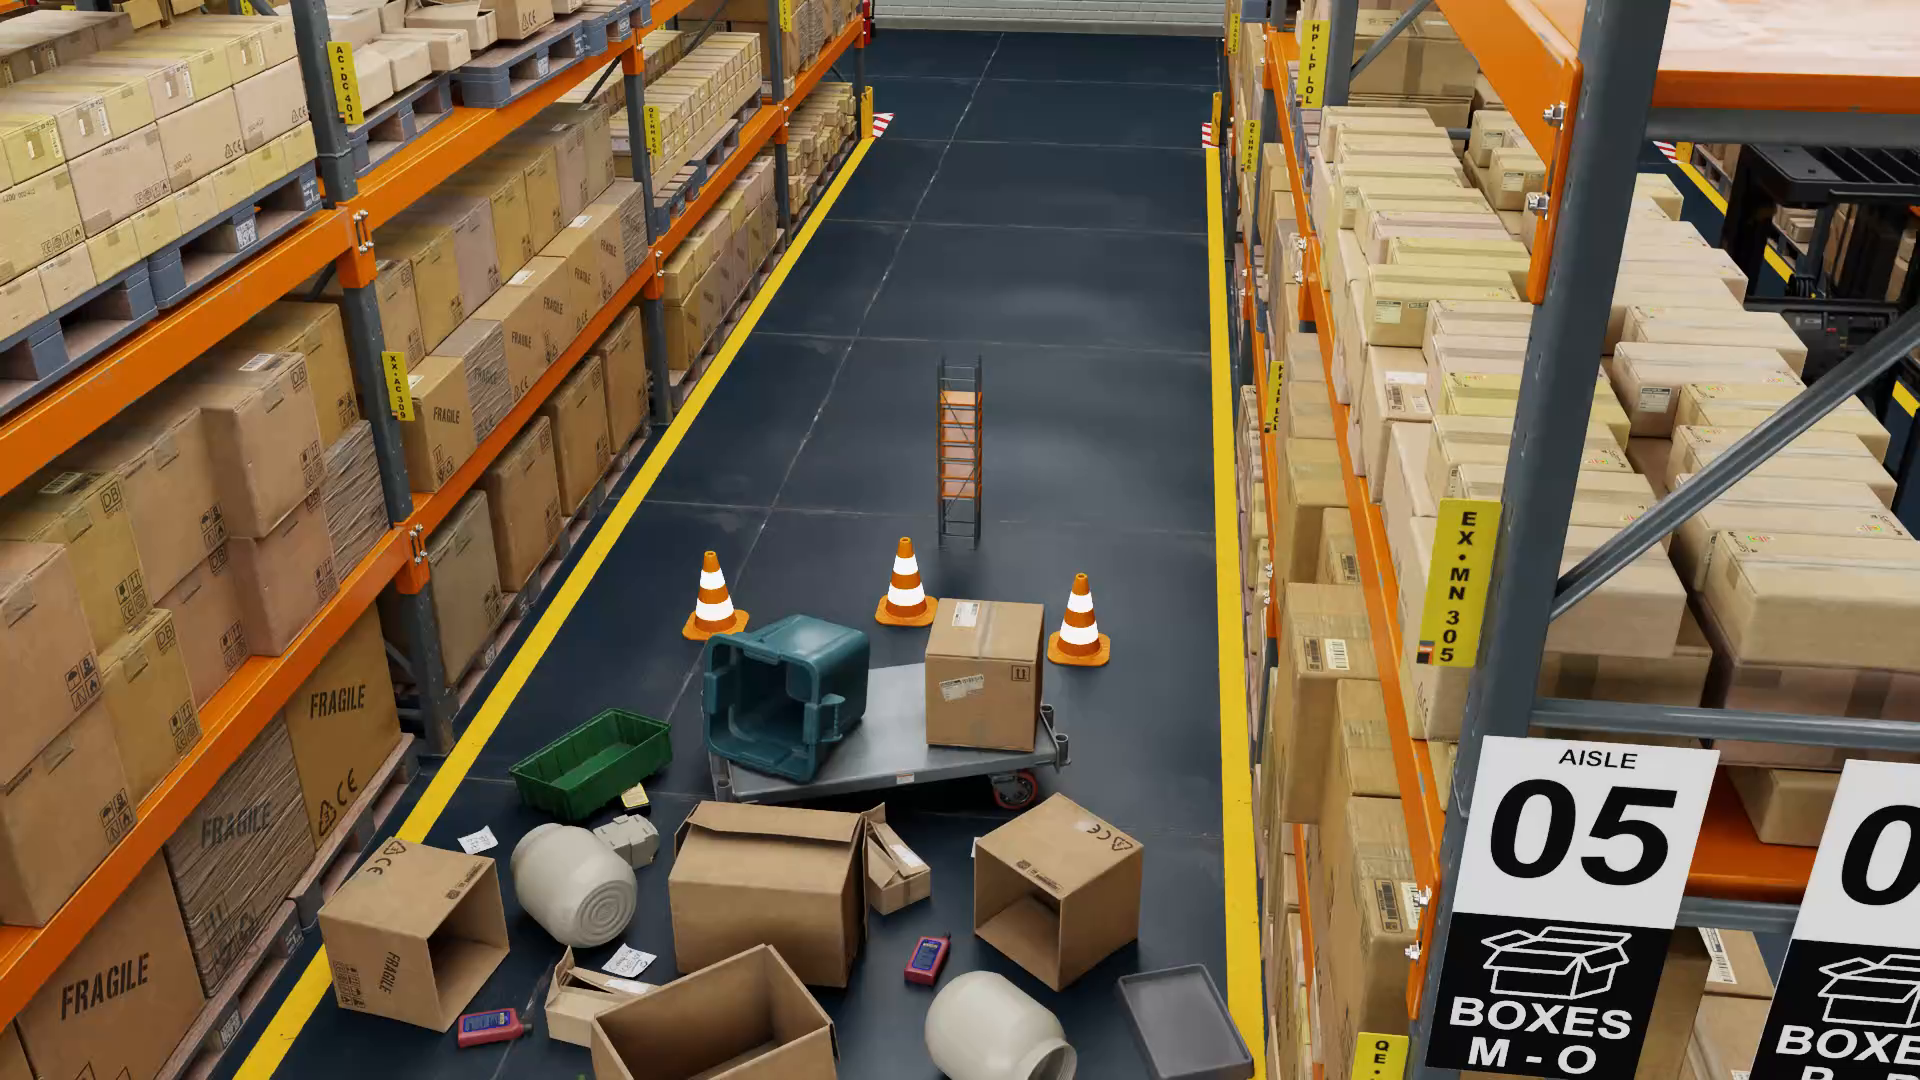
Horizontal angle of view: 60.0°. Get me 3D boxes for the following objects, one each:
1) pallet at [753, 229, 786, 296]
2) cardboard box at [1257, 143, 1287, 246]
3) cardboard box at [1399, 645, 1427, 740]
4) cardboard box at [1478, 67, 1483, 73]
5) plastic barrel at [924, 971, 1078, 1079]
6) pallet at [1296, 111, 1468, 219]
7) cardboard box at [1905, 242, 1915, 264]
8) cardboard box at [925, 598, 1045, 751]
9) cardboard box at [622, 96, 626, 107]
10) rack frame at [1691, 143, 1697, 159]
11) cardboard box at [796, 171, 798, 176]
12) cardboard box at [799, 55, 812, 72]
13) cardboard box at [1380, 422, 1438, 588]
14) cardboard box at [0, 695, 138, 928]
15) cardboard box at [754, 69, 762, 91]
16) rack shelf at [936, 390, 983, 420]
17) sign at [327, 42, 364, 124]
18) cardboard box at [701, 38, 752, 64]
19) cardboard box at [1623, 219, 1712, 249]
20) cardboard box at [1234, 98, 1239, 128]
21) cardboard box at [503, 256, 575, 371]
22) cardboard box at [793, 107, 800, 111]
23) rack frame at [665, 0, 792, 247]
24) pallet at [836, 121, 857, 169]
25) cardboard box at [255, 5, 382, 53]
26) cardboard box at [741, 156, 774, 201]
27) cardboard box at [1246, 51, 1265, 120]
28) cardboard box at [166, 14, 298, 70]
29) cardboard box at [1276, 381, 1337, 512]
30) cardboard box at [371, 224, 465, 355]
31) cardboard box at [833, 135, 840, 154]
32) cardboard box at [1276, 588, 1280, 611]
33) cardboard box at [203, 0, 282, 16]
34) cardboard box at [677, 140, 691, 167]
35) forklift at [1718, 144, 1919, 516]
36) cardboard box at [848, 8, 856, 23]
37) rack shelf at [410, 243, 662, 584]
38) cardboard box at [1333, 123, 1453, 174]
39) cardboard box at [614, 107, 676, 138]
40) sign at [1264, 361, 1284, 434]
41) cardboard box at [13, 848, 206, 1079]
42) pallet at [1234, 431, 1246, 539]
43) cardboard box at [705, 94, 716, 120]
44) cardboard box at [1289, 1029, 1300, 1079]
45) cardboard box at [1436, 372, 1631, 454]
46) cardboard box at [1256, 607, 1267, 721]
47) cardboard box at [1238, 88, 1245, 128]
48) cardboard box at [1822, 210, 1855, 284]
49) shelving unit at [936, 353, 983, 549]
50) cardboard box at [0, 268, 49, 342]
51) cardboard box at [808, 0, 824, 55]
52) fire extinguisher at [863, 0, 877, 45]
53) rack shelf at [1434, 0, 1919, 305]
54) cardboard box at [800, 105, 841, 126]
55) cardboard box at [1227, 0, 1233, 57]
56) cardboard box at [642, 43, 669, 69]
[{"bbox_3d":[-2.148,-2.466,14.604,1.003,0.211,1.213,3,28,6],"label":"pallet"},{"bbox_3d":[2.096,-2.098,10.120,0.500,0.500,0.500,3,28,5],"label":"cardboard box"},{"bbox_3d":[1.165,0.316,3.604,0.380,0.149,0.250,4,29,7],"label":"cardboard box"},{"bbox_3d":[2.411,-2.200,7.197,0.500,0.250,0.500,3,28,5],"label":"cardboard box"},{"bbox_3d":[0.151,1.903,6.272,0.421,0.421,0.512,-24,36,-37],"label":"plastic barrel"},{"bbox_3d":[2.072,-1.576,7.049,1.213,0.211,1.003,3,28,6],"label":"pallet"},{"bbox_3d":[7.392,-2.131,12.552,0.380,0.149,0.250,4,29,8],"label":"cardboard box"},{"bbox_3d":[0.121,0.624,7.767,0.500,0.500,0.500,3,28,6],"label":"cardboard box"},{"bbox_3d":[-2.748,-3.370,12.851,0.380,0.149,0.250,3,28,5],"label":"cardboard box"},{"bbox_3d":[8.288,-5.416,17.140,1.000,3.000,0.127,3,28,6],"label":"rack frame"},{"bbox_3d":[-1.756,-3.514,15.859,0.380,0.149,0.250,3,28,6],"label":"cardboard box"},{"bbox_3d":[-1.621,-4.561,15.817,0.380,0.149,0.250,4,29,7],"label":"cardboard box"},{"bbox_3d":[1.272,-0.049,3.860,0.500,0.250,0.500,3,28,6],"label":"cardboard box"},{"bbox_3d":[-3.285,0.829,5.391,0.875,0.550,0.550,3,28,6],"label":"cardboard box"},{"bbox_3d":[-1.906,-3.936,14.215,0.380,0.149,0.250,3,28,5],"label":"cardboard box"},{"bbox_3d":[-0.002,-0.799,9.803,0.258,0.103,0.180,3,28,6],"label":"rack shelf"},{"bbox_3d":[-2.483,-1.846,6.722,0.100,0.325,0.005,3,28,6],"label":"sign"},{"bbox_3d":[-1.942,-4.069,13.835,0.380,0.149,0.250,3,28,5],"label":"cardboard box"},{"bbox_3d":[1.976,-0.838,4.905,0.380,0.149,0.250,4,29,7],"label":"cardboard box"},{"bbox_3d":[2.555,-3.562,13.857,0.500,0.250,0.500,3,28,5],"label":"cardboard box"},{"bbox_3d":[-2.515,-1.282,9.361,0.500,0.500,0.500,4,29,7],"label":"cardboard box"},{"bbox_3d":[-1.915,-4.526,17.737,0.380,0.149,0.250,4,29,7],"label":"cardboard box"},{"bbox_3d":[-2.054,-4.060,14.623,1.000,3.000,0.127,3,28,6],"label":"rack frame"},{"bbox_3d":[-1.708,-4.299,18.007,1.003,0.211,1.213,3,28,6],"label":"pallet"},{"bbox_3d":[-3.101,-2.372,7.937,0.500,0.250,0.500,3,28,6],"label":"cardboard box"},{"bbox_3d":[-1.894,-3.109,14.261,0.500,0.250,0.500,3,28,5],"label":"cardboard box"},{"bbox_3d":[2.307,-3.155,11.784,0.500,0.500,0.500,3,28,6],"label":"cardboard box"},{"bbox_3d":[-2.763,-1.893,6.315,0.380,0.149,0.250,3,28,6],"label":"cardboard box"},{"bbox_3d":[1.537,-0.236,6.051,0.700,0.500,0.500,4,29,6],"label":"cardboard box"},{"bbox_3d":[-2.918,-1.255,8.257,0.700,0.500,0.500,3,28,5],"label":"cardboard box"},{"bbox_3d":[-1.457,-4.126,17.308,0.380,0.149,0.250,2,28,4],"label":"cardboard box"},{"bbox_3d":[1.534,0.186,7.007,0.380,0.149,0.250,3,28,6],"label":"cardboard box"},{"bbox_3d":[-6.652,-5.001,15.425,0.500,0.500,0.500,3,28,6],"label":"cardboard box"},{"bbox_3d":[-2.192,-2.831,12.164,0.380,0.149,0.250,5,29,9],"label":"cardboard box"},{"bbox_3d":[4.757,-1.088,9.178,1.130,2.935,3.031,3,28,5],"label":"forklift"},{"bbox_3d":[-1.323,-5.662,17.862,0.380,0.149,0.250,3,28,6],"label":"cardboard box"},{"bbox_3d":[-2.789,-0.919,9.551,1.077,0.370,4.000,3,28,6],"label":"rack shelf"},{"bbox_3d":[1.525,-1.362,5.876,0.380,0.149,0.250,4,29,8],"label":"cardboard box"},{"bbox_3d":[-2.231,-2.961,11.779,0.380,0.149,0.250,3,28,6],"label":"cardboard box"},{"bbox_3d":[1.340,-0.594,6.970,0.100,0.325,0.005,3,28,6],"label":"sign"},{"bbox_3d":[-3.401,1.602,5.911,0.875,0.875,0.875,3,28,5],"label":"cardboard box"},{"bbox_3d":[2.284,-0.342,10.661,1.003,0.211,1.213,3,28,6],"label":"pallet"},{"bbox_3d":[-2.100,-3.332,12.780,0.380,0.149,0.250,4,29,8],"label":"cardboard box"},{"bbox_3d":[1.301,1.886,5.252,0.500,0.500,0.500,4,29,8],"label":"cardboard box"},{"bbox_3d":[1.314,-0.265,3.841,0.380,0.149,0.250,4,29,7],"label":"cardboard box"},{"bbox_3d":[1.953,0.671,8.170,0.950,0.372,0.625,4,29,7],"label":"cardboard box"},{"bbox_3d":[2.413,-3.300,12.844,0.500,0.250,0.500,4,29,7],"label":"cardboard box"},{"bbox_3d":[7.515,-2.403,13.740,0.500,0.500,0.500,5,29,8],"label":"cardboard box"},{"bbox_3d":[-0.002,-0.521,9.953,0.258,1.200,0.189,3,28,6],"label":"shelving unit"},{"bbox_3d":[-2.979,-0.707,4.953,0.380,0.149,0.250,4,29,7],"label":"cardboard box"},{"bbox_3d":[-1.592,-4.922,15.804,0.500,0.500,0.500,3,28,5],"label":"cardboard box"},{"bbox_3d":[-1.075,-5.836,18.395,0.296,0.674,0.183,3,28,6],"label":"fire extinguisher"},{"bbox_3d":[1.646,-1.436,4.189,1.077,0.370,4.000,3,28,6],"label":"rack shelf"},{"bbox_3d":[-1.443,-4.378,17.150,0.380,0.149,0.250,4,29,8],"label":"cardboard box"},{"bbox_3d":[2.903,-5.059,16.373,0.500,0.500,0.500,3,28,6],"label":"cardboard box"},{"bbox_3d":[-2.621,-3.985,13.680,0.380,0.149,0.250,4,29,7],"label":"cardboard box"}]
